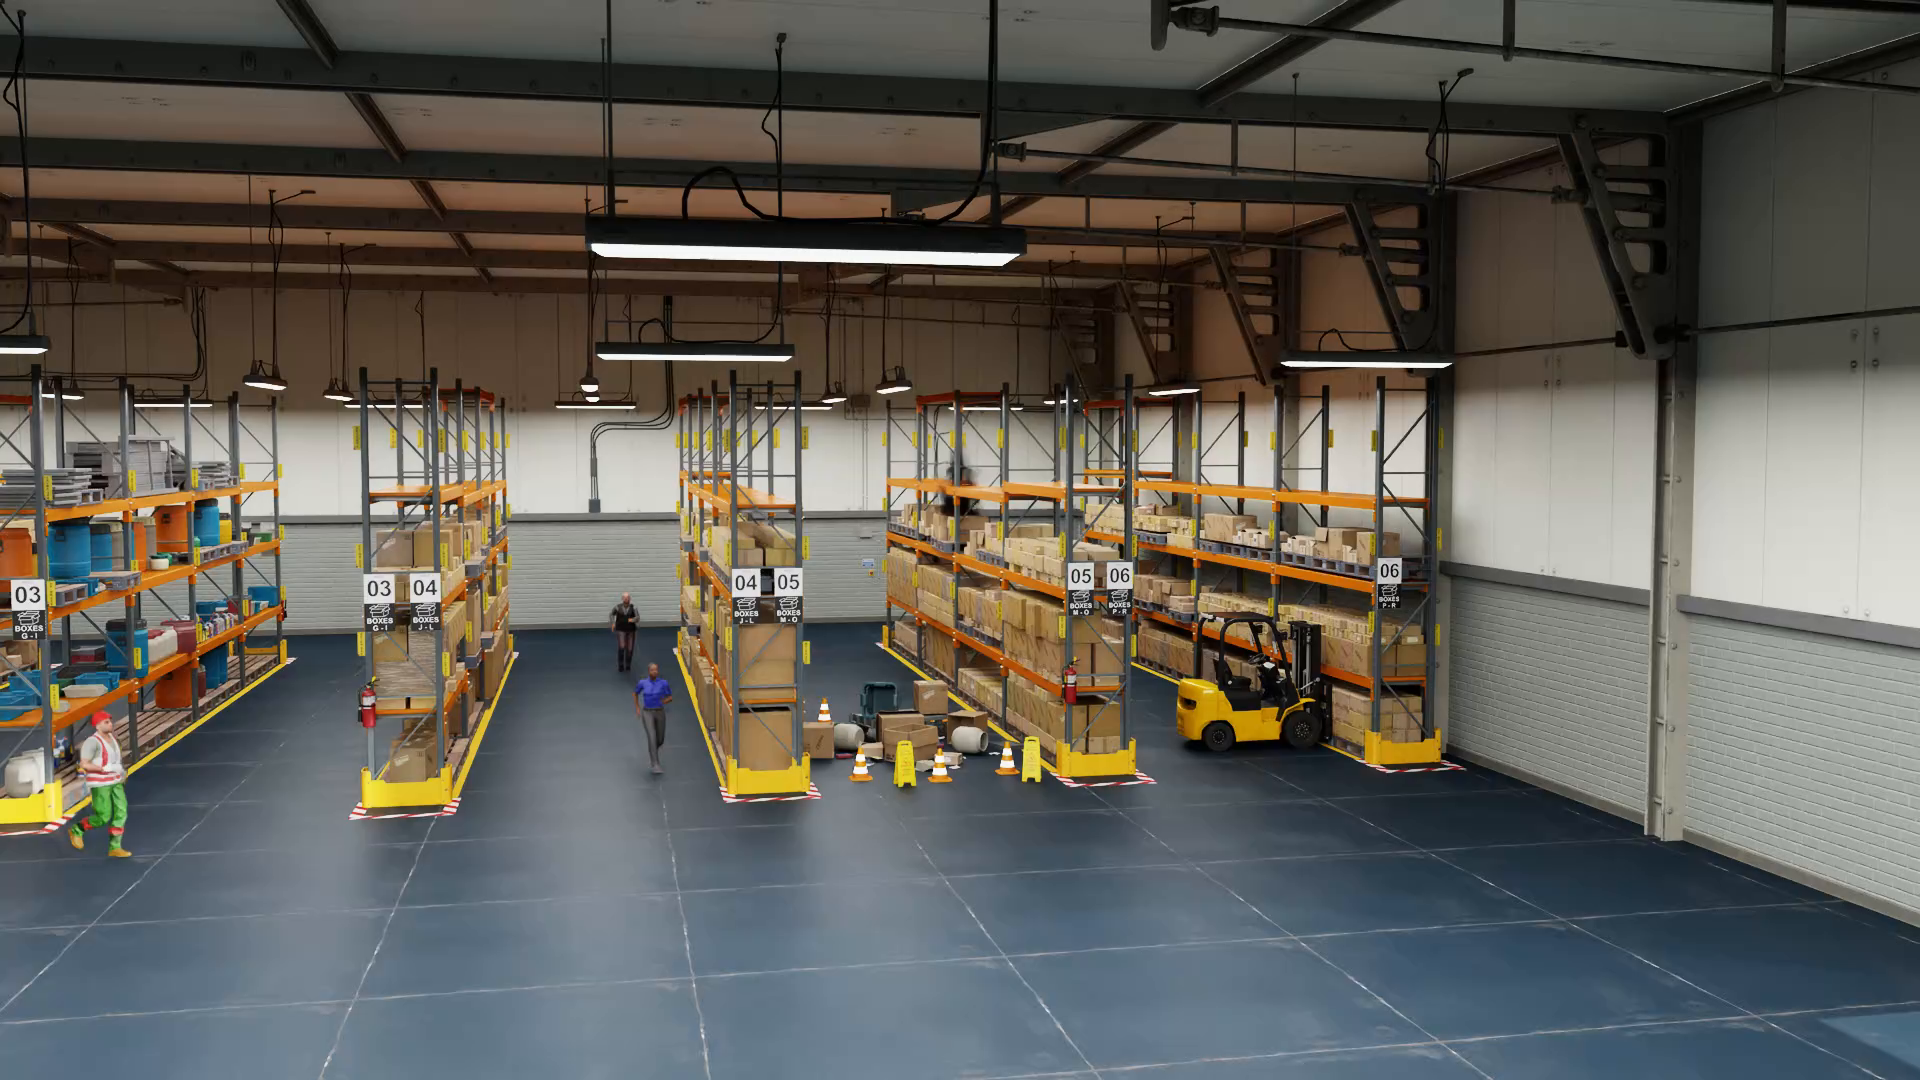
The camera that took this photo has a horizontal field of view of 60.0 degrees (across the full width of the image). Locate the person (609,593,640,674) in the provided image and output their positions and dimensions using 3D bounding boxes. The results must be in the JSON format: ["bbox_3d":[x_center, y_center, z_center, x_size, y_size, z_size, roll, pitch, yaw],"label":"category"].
[{"bbox_3d":[-7.221,2.014,35.913,0.627,1.743,0.721,-1,4,-19],"label":"person"}]

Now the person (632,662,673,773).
[{"bbox_3d":[-4.656,2.665,25.244,0.578,1.635,0.850,-1,4,-21],"label":"person"}]

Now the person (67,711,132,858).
[{"bbox_3d":[-10.323,2.929,19.973,0.782,1.757,0.663,1,3,9],"label":"person"}]
